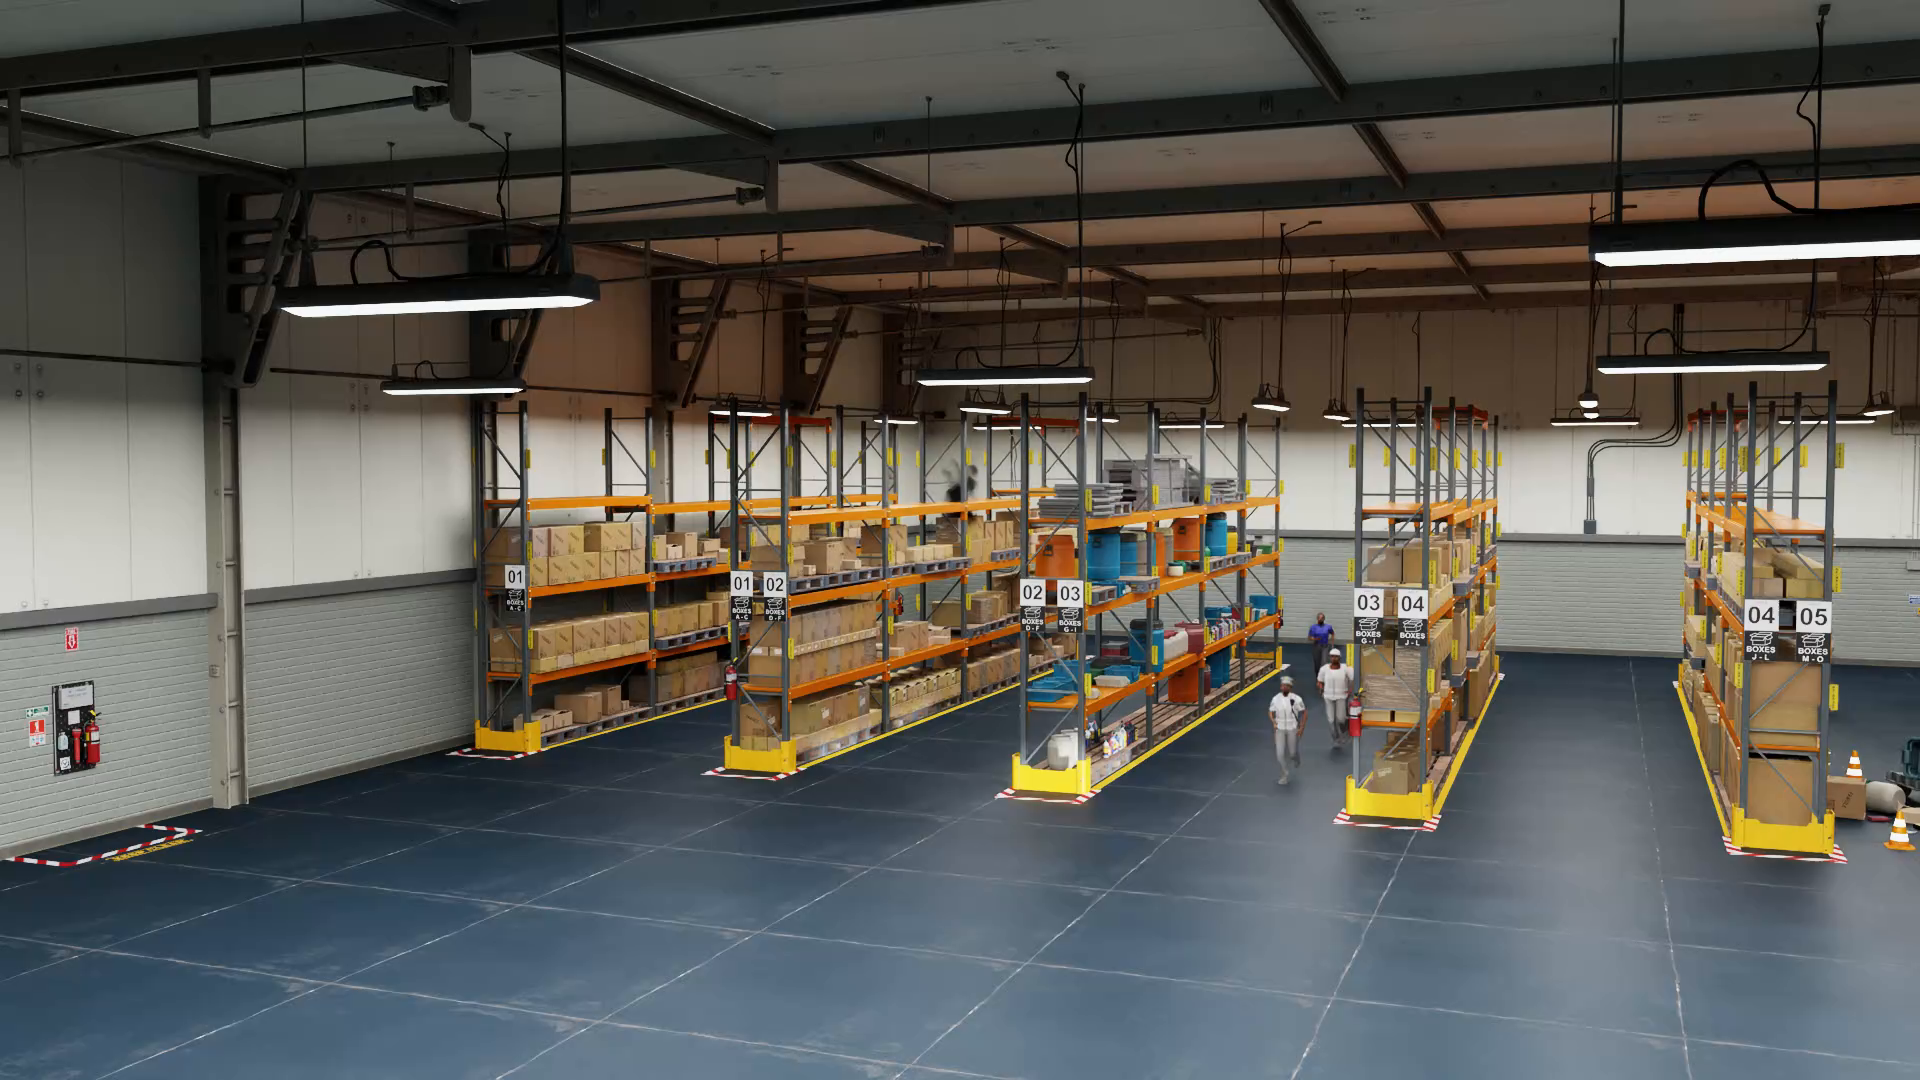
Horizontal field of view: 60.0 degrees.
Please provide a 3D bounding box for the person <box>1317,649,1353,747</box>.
[{"bbox_3d":[6.486,2.735,28.723,0.674,1.721,0.569,1,3,23],"label":"person"}]

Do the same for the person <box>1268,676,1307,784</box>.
[{"bbox_3d":[5.076,2.933,25.830,0.592,1.652,0.551,1,3,17],"label":"person"}]

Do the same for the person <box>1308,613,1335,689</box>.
[{"bbox_3d":[7.806,2.430,35.944,0.545,1.705,0.782,1,3,16],"label":"person"}]
